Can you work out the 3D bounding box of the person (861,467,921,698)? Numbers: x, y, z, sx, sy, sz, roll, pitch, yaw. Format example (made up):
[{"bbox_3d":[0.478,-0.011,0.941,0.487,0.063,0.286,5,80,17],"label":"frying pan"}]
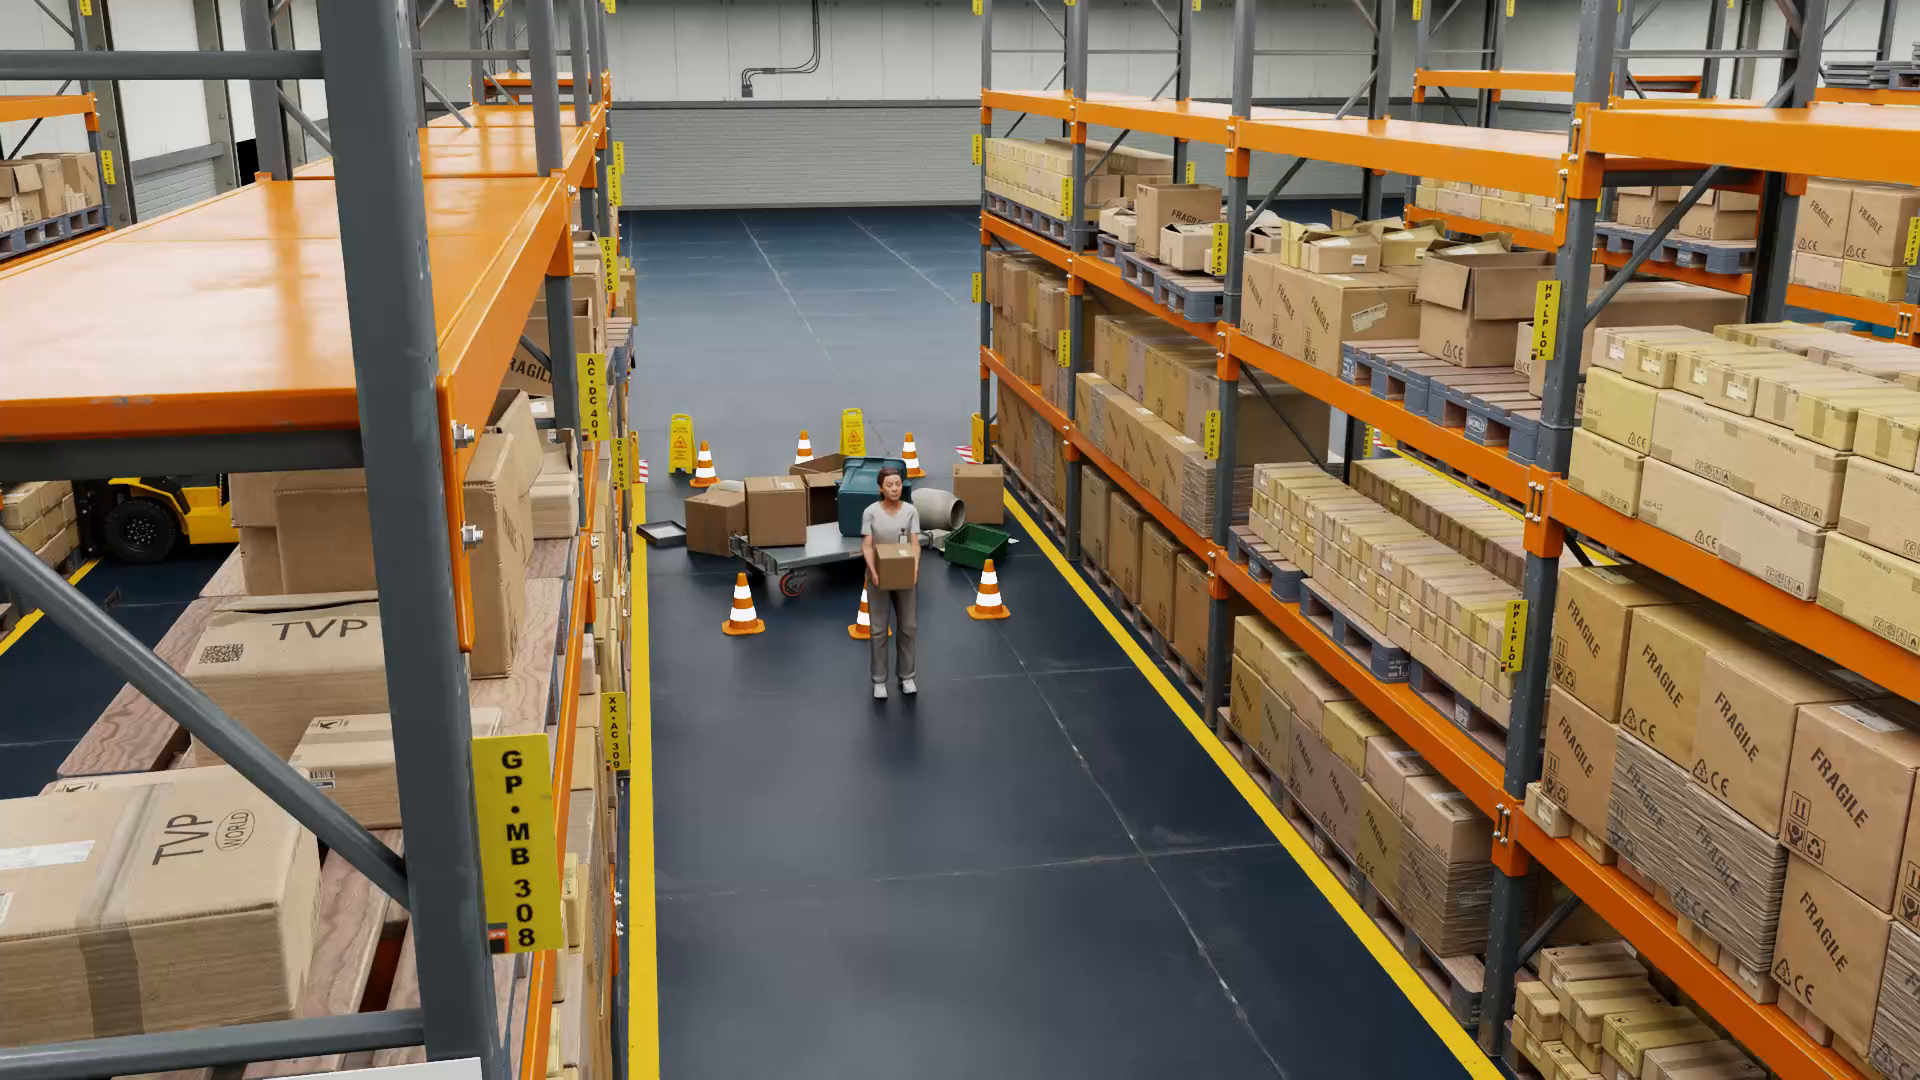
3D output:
[{"bbox_3d":[-0.489,0.311,12.008,0.437,1.662,0.555,-3,17,-9],"label":"person"}]
